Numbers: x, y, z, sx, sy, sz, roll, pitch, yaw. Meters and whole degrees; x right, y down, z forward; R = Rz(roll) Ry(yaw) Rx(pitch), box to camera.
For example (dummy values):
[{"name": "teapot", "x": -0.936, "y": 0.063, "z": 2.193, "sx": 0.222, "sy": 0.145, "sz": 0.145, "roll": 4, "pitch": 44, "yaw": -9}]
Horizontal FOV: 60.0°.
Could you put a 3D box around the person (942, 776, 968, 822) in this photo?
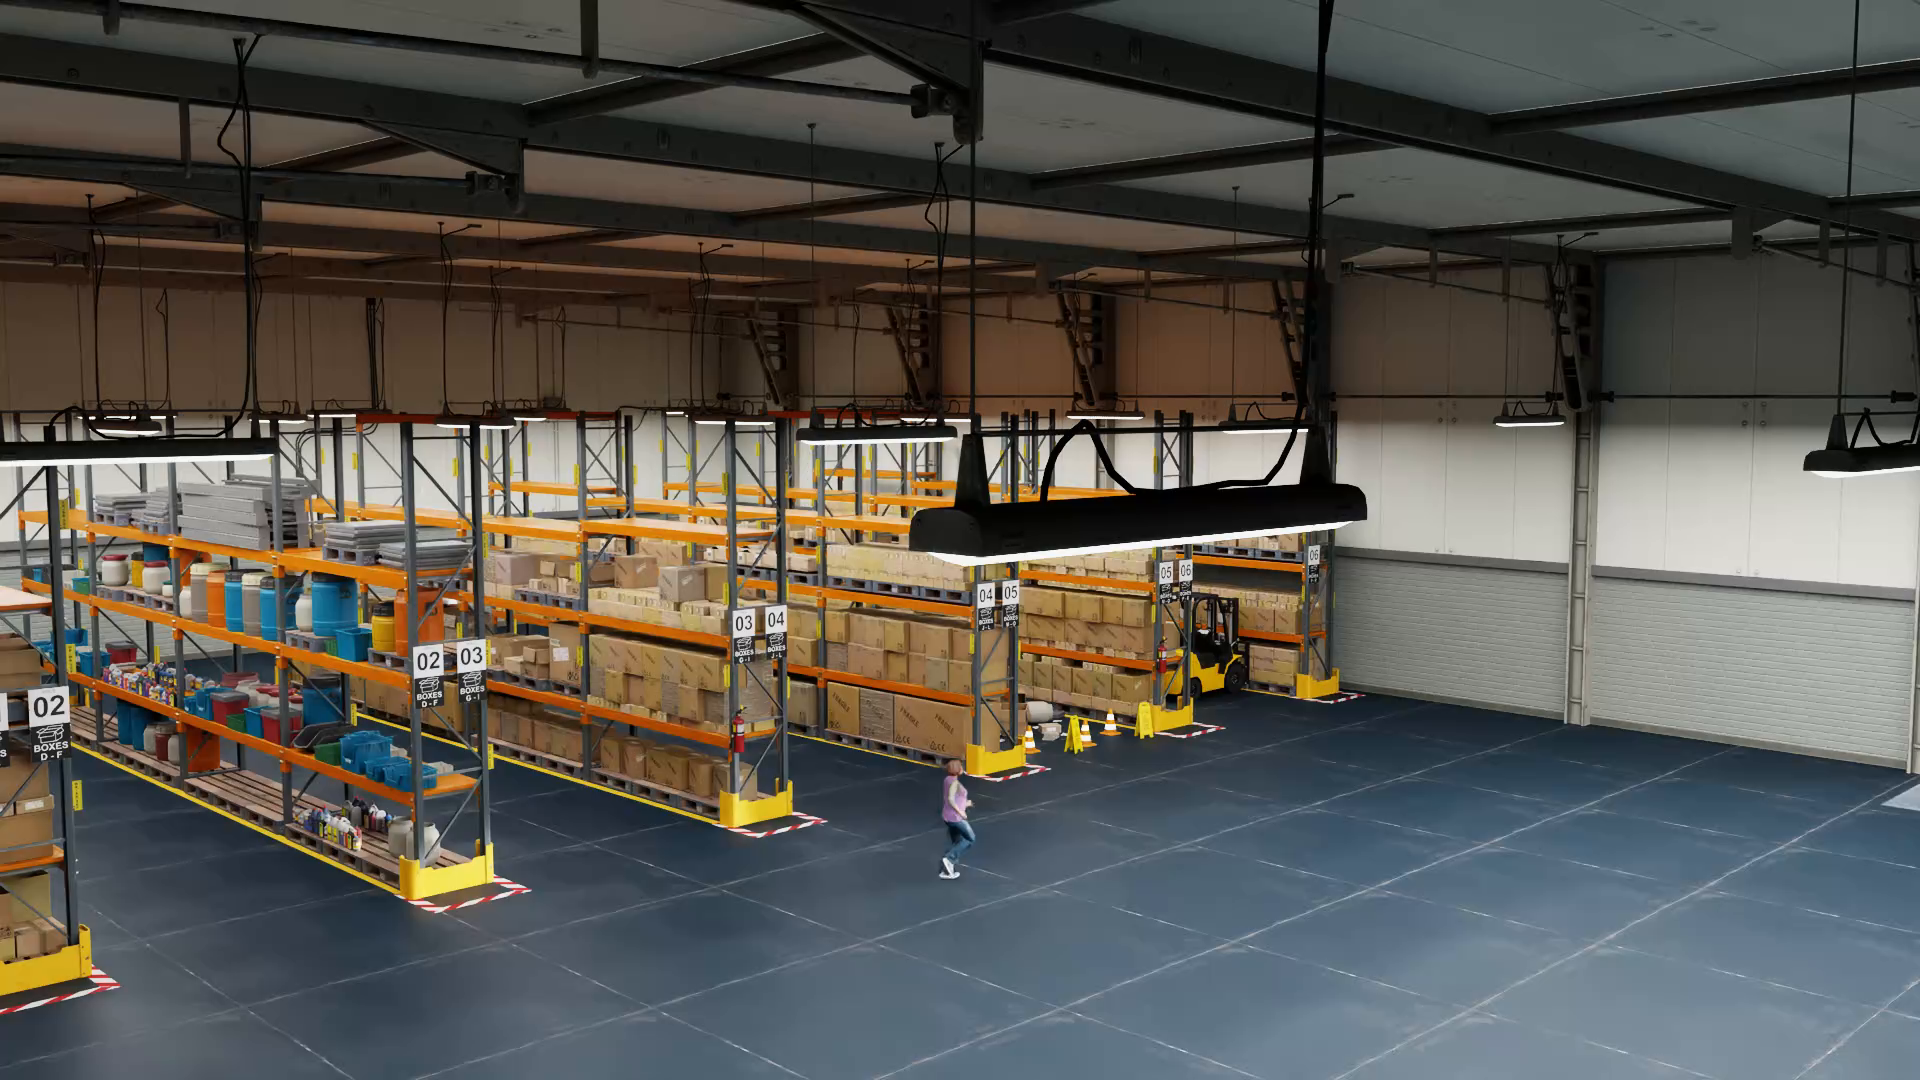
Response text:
[{"name": "person", "x": -0.075, "y": 3.385, "z": 21.764, "sx": 0.340, "sy": 0.580, "sz": 0.514, "roll": -2, "pitch": 5, "yaw": -20}]

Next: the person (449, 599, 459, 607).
[{"name": "person", "x": -11.634, "y": 2.203, "z": 38.008, "sx": 0.750, "sy": 1.700, "sz": 0.688, "roll": -2, "pitch": 5, "yaw": -22}]
